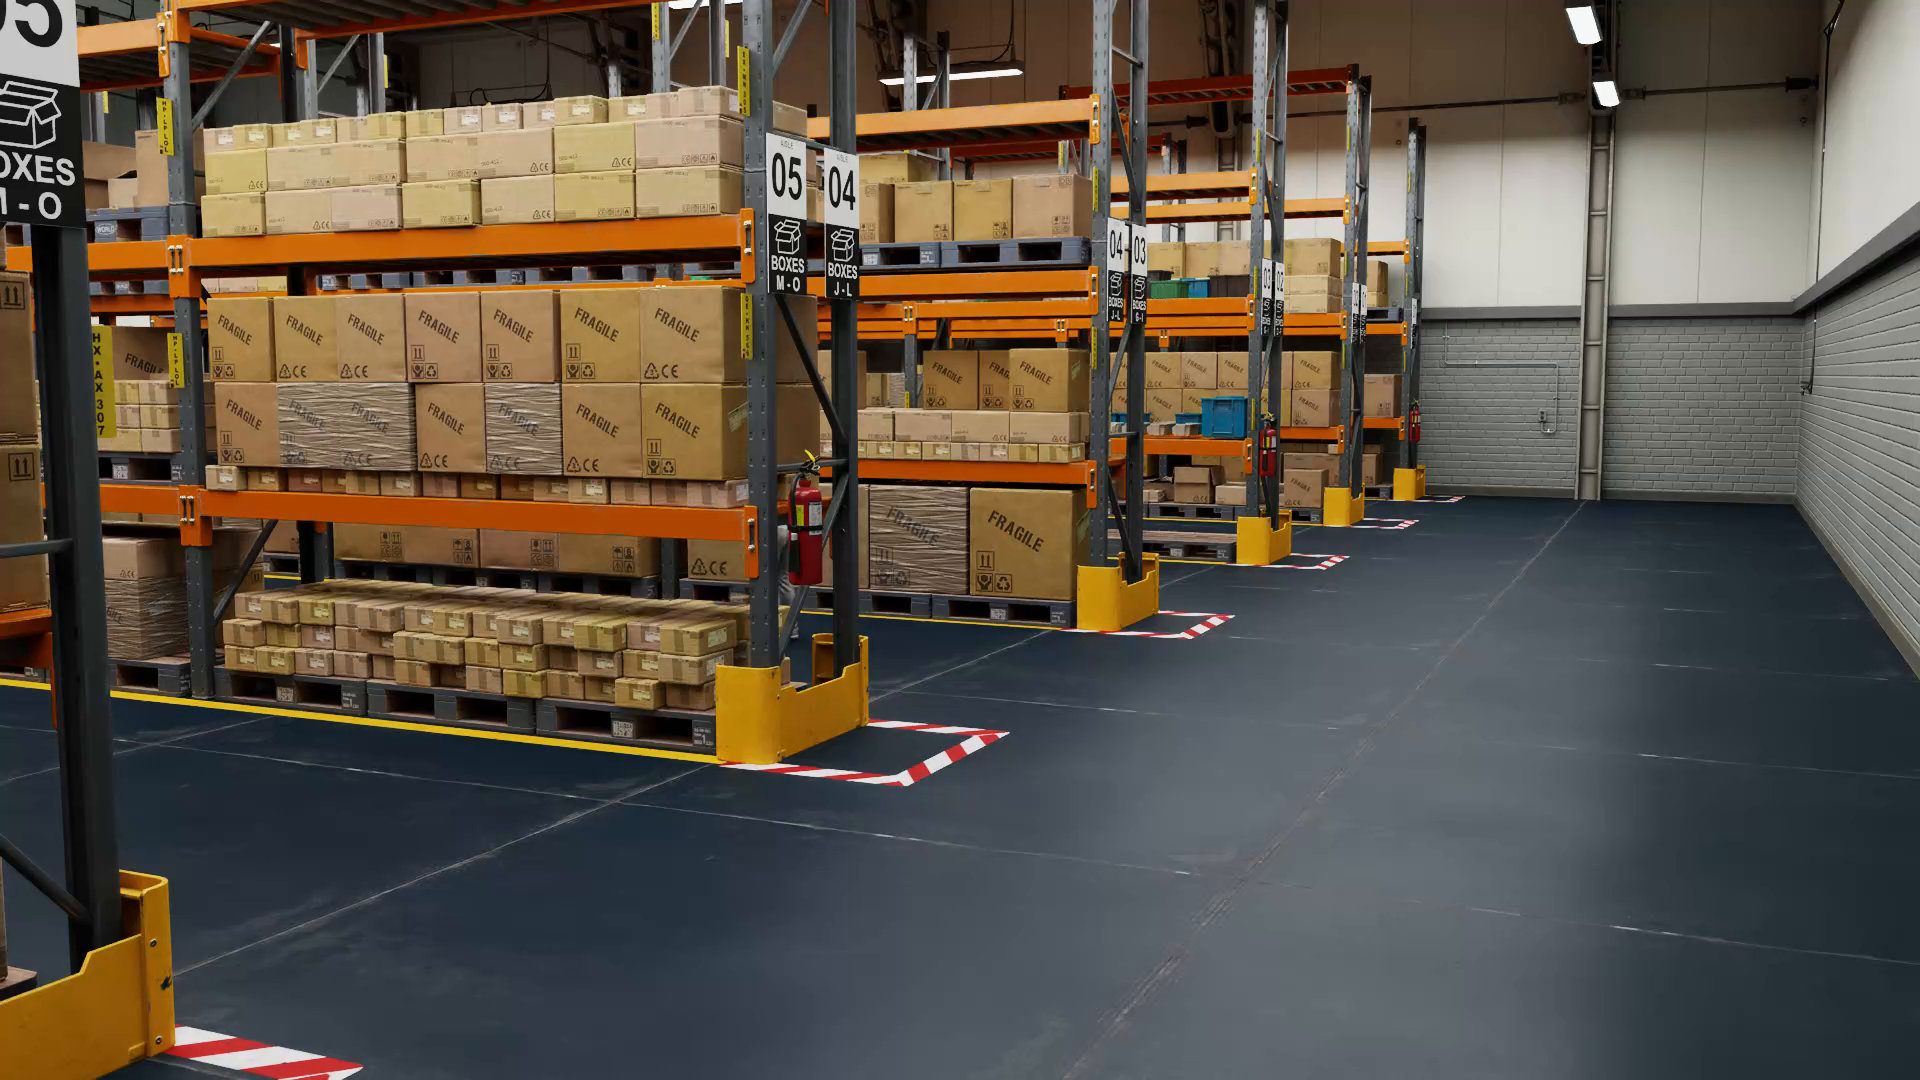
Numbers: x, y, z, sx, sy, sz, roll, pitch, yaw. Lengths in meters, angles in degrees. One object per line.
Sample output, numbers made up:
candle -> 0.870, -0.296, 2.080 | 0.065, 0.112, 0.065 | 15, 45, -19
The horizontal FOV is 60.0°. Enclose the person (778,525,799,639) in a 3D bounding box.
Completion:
person -> -1.385, -0.061, 12.377 | 0.374, 1.662, 0.534 | 2, 6, 21
